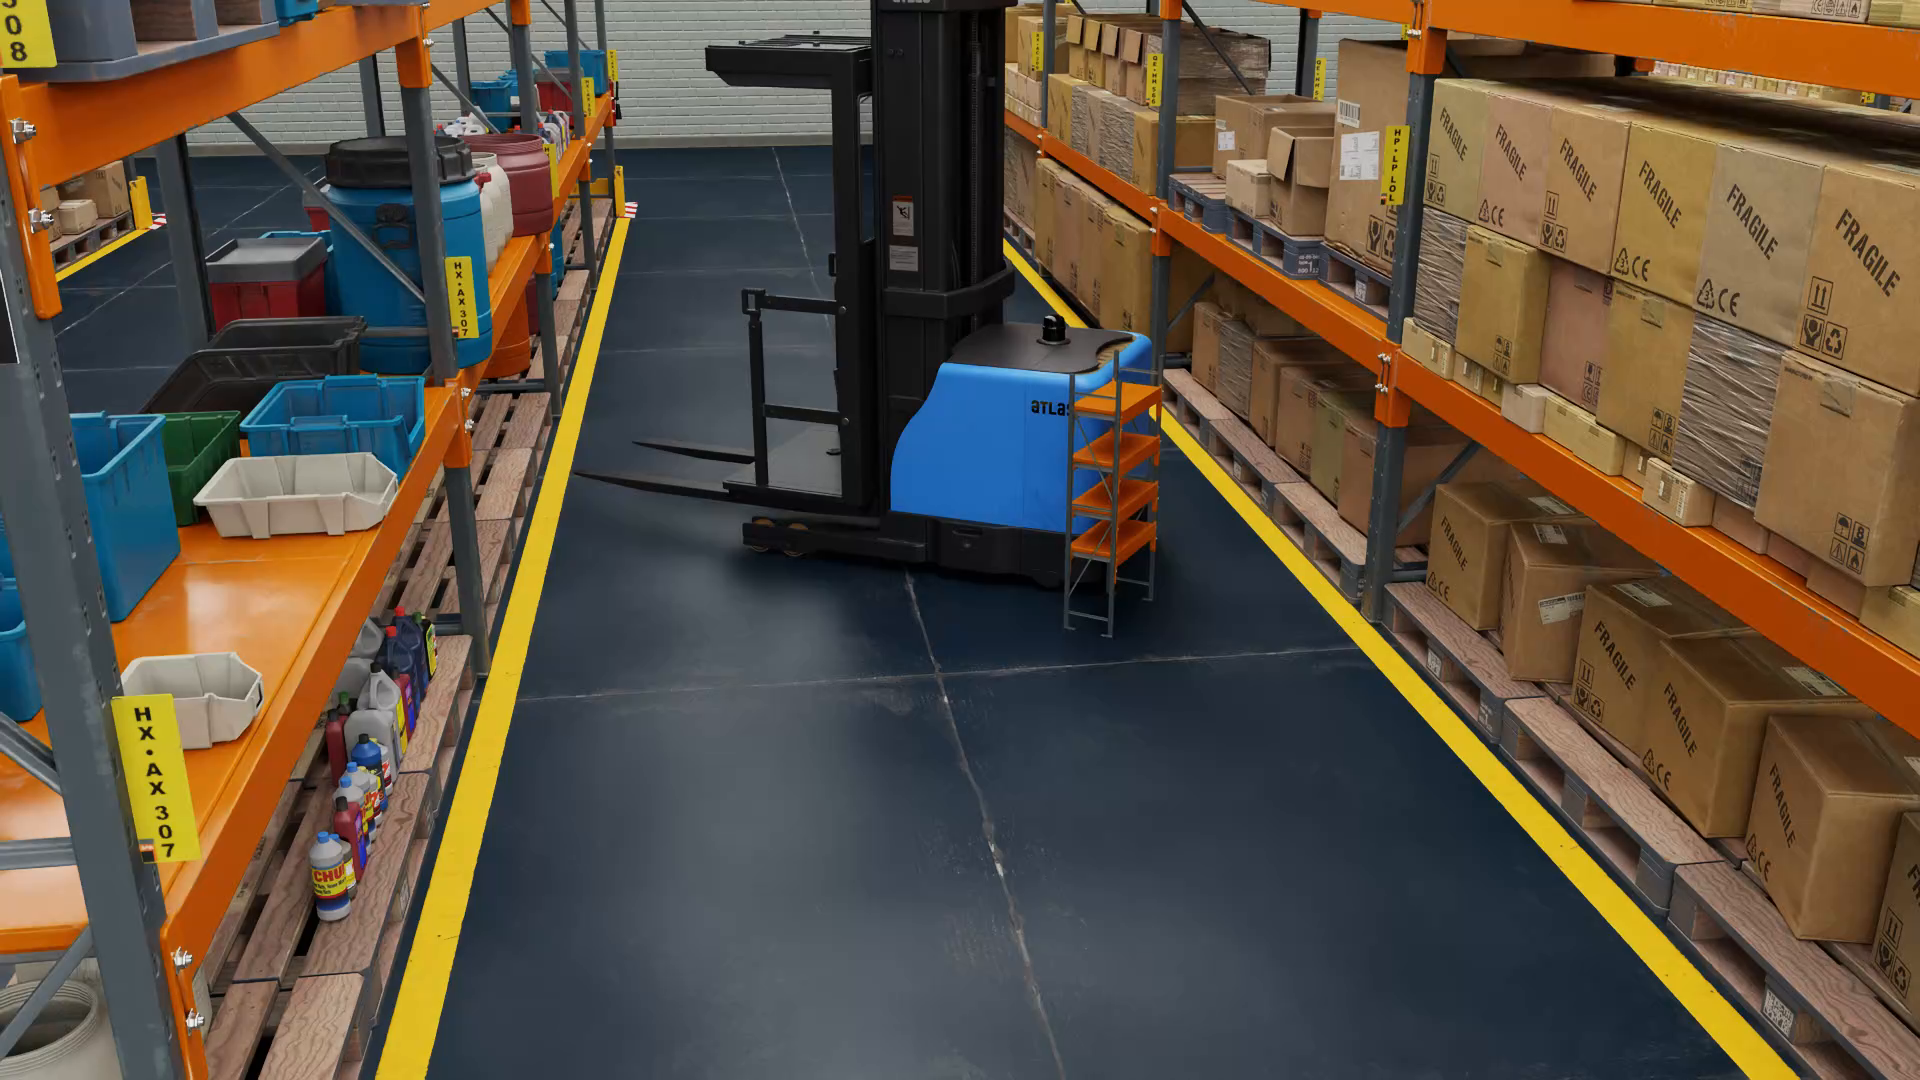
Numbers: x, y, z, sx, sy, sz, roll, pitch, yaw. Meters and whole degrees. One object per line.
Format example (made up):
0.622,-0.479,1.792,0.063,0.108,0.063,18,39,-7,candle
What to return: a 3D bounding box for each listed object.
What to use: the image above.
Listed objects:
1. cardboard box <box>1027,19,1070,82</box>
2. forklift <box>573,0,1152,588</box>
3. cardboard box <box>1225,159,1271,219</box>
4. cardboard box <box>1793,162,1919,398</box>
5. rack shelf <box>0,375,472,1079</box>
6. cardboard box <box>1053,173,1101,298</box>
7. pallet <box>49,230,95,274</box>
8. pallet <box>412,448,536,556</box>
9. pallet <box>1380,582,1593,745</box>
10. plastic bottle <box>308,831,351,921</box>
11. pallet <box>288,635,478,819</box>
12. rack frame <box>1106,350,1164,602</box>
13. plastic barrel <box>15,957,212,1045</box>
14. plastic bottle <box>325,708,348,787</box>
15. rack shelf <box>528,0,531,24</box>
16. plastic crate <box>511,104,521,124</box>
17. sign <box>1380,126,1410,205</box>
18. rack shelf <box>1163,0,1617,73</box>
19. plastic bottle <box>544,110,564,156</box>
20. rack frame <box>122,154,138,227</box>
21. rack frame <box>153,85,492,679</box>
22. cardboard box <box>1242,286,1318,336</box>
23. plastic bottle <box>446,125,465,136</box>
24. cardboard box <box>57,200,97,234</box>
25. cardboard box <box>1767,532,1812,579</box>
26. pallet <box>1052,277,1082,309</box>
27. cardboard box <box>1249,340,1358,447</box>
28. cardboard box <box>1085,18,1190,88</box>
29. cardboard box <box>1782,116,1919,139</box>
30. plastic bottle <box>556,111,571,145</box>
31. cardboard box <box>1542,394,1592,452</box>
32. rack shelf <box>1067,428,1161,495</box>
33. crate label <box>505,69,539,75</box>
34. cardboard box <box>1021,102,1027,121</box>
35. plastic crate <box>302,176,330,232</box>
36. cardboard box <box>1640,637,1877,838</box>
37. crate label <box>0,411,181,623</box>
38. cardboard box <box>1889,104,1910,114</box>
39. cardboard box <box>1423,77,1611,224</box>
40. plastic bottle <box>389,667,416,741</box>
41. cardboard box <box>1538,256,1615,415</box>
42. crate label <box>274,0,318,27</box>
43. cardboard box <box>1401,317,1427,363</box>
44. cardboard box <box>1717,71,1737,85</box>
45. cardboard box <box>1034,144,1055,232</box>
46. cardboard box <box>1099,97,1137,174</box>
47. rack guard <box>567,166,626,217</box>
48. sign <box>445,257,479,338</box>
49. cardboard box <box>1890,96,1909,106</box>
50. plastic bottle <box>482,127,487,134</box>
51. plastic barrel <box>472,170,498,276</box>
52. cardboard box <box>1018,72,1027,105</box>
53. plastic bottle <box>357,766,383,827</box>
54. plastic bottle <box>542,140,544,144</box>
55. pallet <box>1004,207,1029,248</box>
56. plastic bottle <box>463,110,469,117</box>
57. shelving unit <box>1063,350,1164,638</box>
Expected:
0.891,-4.395,14.913,0.500,0.500,0.500,-2,21,-6,cardboard box
-0.581,-1.452,8.413,3.031,2.935,1.130,8,22,20,forklift
1.812,-1.979,9.340,0.500,0.250,0.500,-4,21,-9,cardboard box
2.550,-0.679,4.251,0.500,0.500,0.500,-3,21,-8,cardboard box
-2.238,0.220,4.867,1.077,0.370,4.000,-3,21,-8,rack shelf
1.464,-2.500,13.560,1.225,0.875,0.875,-4,21,-10,cardboard box
-8.859,-2.685,15.604,1.003,0.211,1.213,-3,21,-8,pallet
-2.857,-0.196,8.940,1.003,0.211,1.213,-3,21,-8,pallet
2.507,0.478,7.134,1.003,0.211,1.213,-3,21,-8,pallet
-1.903,1.004,5.011,0.097,0.271,0.097,0,20,0,plastic bottle
-2.471,0.732,6.455,1.003,0.211,1.213,-3,21,-8,pallet
0.814,-0.290,7.777,0.240,1.200,0.015,11,23,26,rack frame
-2.192,1.147,4.314,0.421,0.512,0.421,0,20,0,plastic barrel
-2.160,0.706,5.792,0.061,0.283,0.133,-3,21,-8,plastic bottle
-3.391,-3.955,11.759,1.077,0.370,4.000,-3,21,-8,rack shelf
-4.107,-3.852,15.051,0.437,0.125,0.590,-3,21,-8,plastic crate
1.826,-1.572,6.984,0.100,0.325,0.005,-3,21,-8,sign
2.087,-2.820,8.719,1.077,0.370,4.000,-3,21,-8,rack shelf
-3.196,-3.190,13.041,0.144,0.351,0.185,-3,21,-8,plastic bottle
-9.158,-4.715,17.054,1.000,3.000,0.127,-3,21,-8,rack frame
-2.526,-0.809,6.596,1.000,3.000,0.127,-3,21,-8,rack frame
2.011,-1.417,10.094,0.500,0.250,0.500,-1,20,-2,cardboard box
-3.856,-3.021,12.694,0.152,0.276,0.135,-3,21,-8,plastic bottle
-8.729,-3.127,16.103,0.500,0.250,0.500,-3,21,-8,cardboard box
2.568,0.009,4.764,0.380,0.149,0.250,-3,21,-8,cardboard box
1.408,-2.259,14.463,1.003,0.211,1.213,-3,21,-8,pallet
2.096,-0.861,9.677,0.700,0.500,0.500,-1,21,-3,cardboard box
1.410,-3.887,13.259,0.797,0.503,0.637,-3,21,-7,cardboard box
2.925,-1.052,5.249,0.500,0.500,0.500,-3,21,-8,cardboard box
-3.303,-3.401,13.712,0.152,0.276,0.135,-3,21,-8,plastic bottle
2.313,-0.420,5.913,0.380,0.149,0.250,-3,21,-8,cardboard box
0.699,-0.361,7.520,0.258,0.148,0.480,11,23,26,rack shelf
-4.546,-4.812,17.465,0.416,0.233,0.303,-3,21,-8,crate label
0.780,-3.978,15.439,0.380,0.149,0.250,-3,21,-9,cardboard box
-3.173,-1.649,8.753,0.402,0.464,0.583,-3,21,-8,plastic crate
2.687,0.660,5.634,0.500,0.500,0.500,-1,21,-3,cardboard box
-2.483,-0.064,4.551,0.502,0.435,0.616,-3,21,-8,crate label
6.850,-3.055,11.942,0.380,0.149,0.250,-2,21,-5,cardboard box
2.188,-1.545,6.568,0.500,0.500,0.500,-3,21,-8,cardboard box
-2.056,0.586,6.112,0.061,0.283,0.133,-2,21,-4,plastic bottle
2.588,-0.743,5.851,0.875,0.500,0.500,-3,21,-8,cardboard box
-1.892,-1.425,4.168,0.502,0.251,0.408,-3,21,-8,crate label
2.108,-0.852,7.068,0.380,0.149,0.250,-3,21,-8,cardboard box
6.054,-3.517,12.755,0.380,0.149,0.250,-3,21,-8,cardboard box
1.206,-3.263,15.601,0.875,0.875,0.875,-3,21,-8,cardboard box
1.338,-3.002,12.323,0.500,0.500,0.500,-4,21,-10,cardboard box
-4.272,-3.801,18.178,1.175,0.500,0.348,-3,21,-8,rack guard
-1.980,-0.963,6.611,0.100,0.325,0.005,-3,21,-8,sign
6.846,-3.188,11.874,0.380,0.149,0.250,-3,21,-8,cardboard box
-3.816,-3.193,13.261,0.097,0.201,0.097,0,20,0,plastic bottle
-2.615,-1.619,8.570,0.433,0.535,0.433,0,20,0,plastic barrel
0.821,-4.217,15.508,0.500,0.250,0.500,-2,21,-6,cardboard box
-1.981,0.849,5.525,0.097,0.201,0.097,0,20,0,plastic bottle
-2.967,-2.708,11.846,0.061,0.283,0.133,-3,21,-8,plastic bottle
1.010,-3.213,17.017,1.003,0.211,1.213,-3,21,-8,pallet
-4.049,-3.376,13.635,0.061,0.283,0.133,-3,21,-8,plastic bottle
0.699,-0.214,7.575,0.258,1.200,0.503,11,23,26,shelving unit
